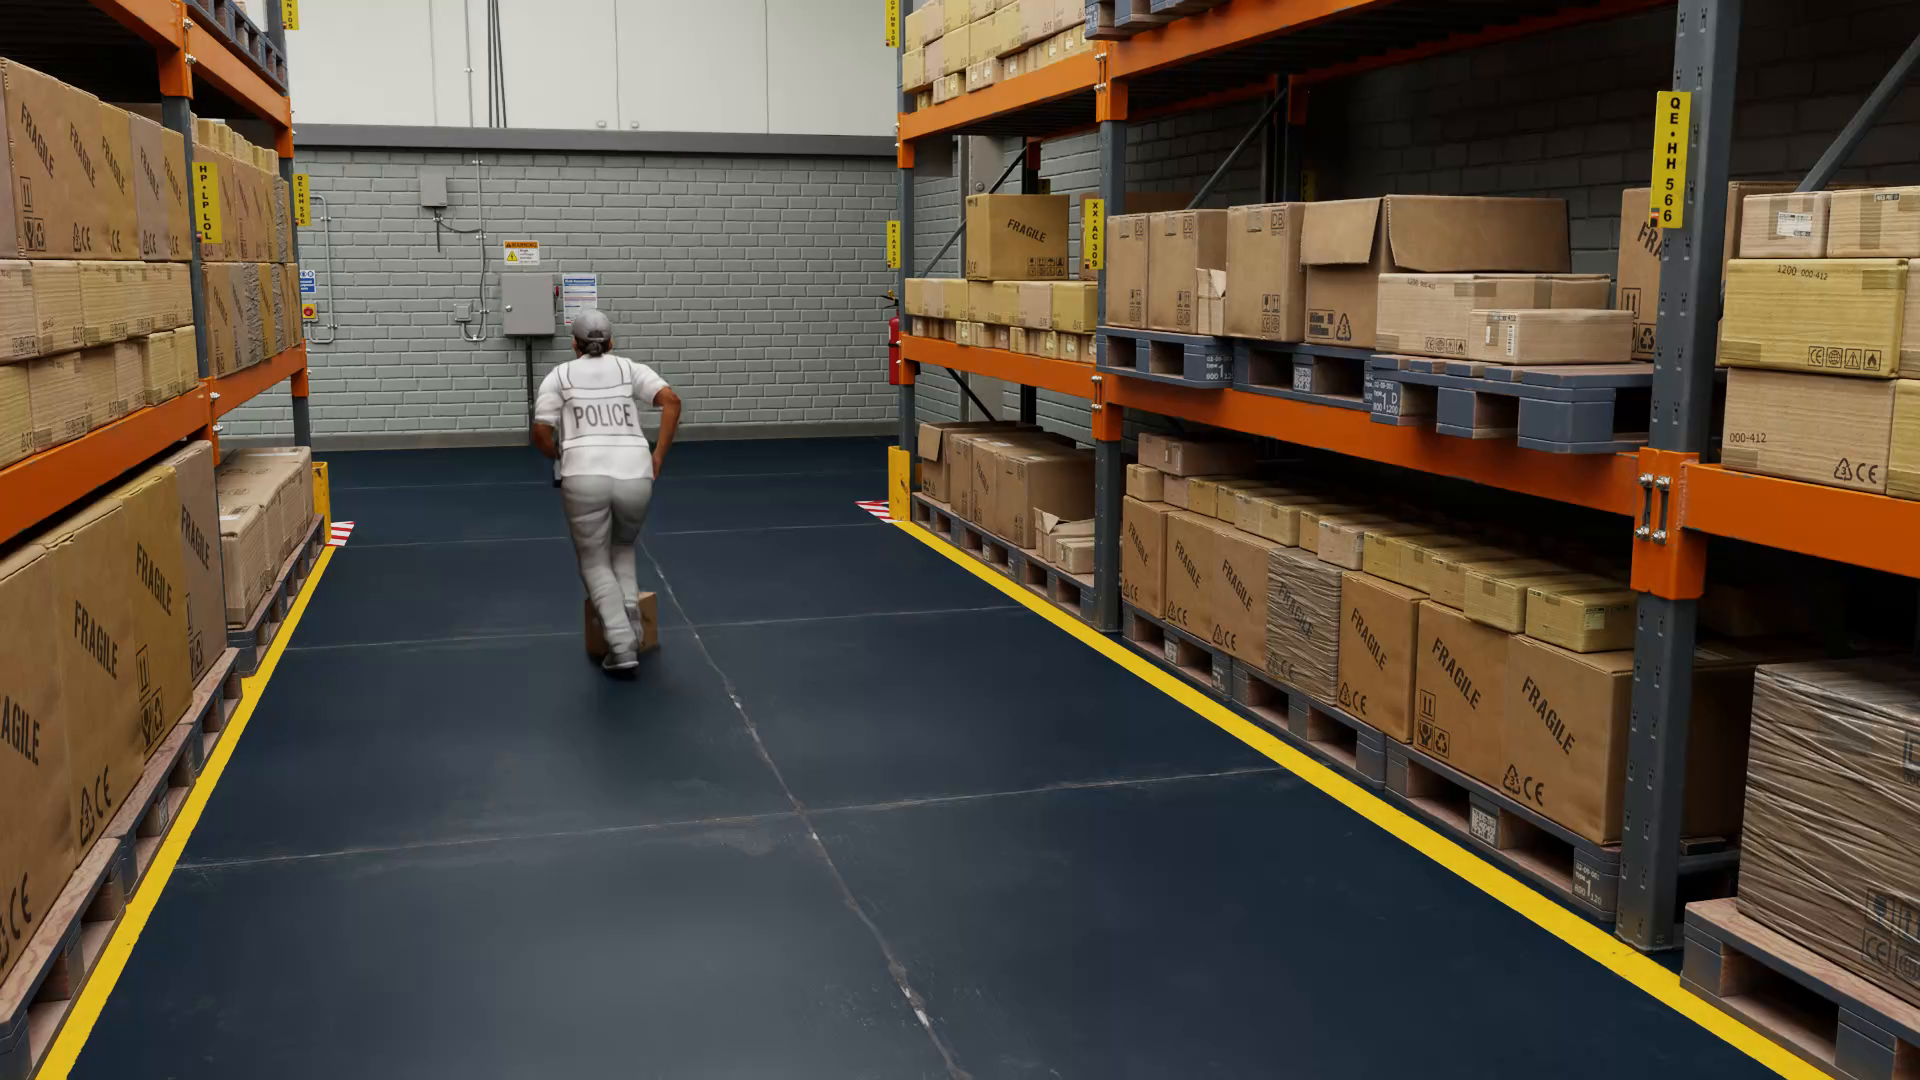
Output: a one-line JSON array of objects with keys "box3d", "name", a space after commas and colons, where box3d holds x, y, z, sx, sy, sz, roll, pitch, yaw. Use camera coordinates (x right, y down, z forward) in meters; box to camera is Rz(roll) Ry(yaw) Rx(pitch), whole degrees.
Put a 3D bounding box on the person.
[{"box3d": [-1.569, -0.235, 7.471, 0.622, 1.576, 0.775, -5, 10, -26], "name": "person"}]
